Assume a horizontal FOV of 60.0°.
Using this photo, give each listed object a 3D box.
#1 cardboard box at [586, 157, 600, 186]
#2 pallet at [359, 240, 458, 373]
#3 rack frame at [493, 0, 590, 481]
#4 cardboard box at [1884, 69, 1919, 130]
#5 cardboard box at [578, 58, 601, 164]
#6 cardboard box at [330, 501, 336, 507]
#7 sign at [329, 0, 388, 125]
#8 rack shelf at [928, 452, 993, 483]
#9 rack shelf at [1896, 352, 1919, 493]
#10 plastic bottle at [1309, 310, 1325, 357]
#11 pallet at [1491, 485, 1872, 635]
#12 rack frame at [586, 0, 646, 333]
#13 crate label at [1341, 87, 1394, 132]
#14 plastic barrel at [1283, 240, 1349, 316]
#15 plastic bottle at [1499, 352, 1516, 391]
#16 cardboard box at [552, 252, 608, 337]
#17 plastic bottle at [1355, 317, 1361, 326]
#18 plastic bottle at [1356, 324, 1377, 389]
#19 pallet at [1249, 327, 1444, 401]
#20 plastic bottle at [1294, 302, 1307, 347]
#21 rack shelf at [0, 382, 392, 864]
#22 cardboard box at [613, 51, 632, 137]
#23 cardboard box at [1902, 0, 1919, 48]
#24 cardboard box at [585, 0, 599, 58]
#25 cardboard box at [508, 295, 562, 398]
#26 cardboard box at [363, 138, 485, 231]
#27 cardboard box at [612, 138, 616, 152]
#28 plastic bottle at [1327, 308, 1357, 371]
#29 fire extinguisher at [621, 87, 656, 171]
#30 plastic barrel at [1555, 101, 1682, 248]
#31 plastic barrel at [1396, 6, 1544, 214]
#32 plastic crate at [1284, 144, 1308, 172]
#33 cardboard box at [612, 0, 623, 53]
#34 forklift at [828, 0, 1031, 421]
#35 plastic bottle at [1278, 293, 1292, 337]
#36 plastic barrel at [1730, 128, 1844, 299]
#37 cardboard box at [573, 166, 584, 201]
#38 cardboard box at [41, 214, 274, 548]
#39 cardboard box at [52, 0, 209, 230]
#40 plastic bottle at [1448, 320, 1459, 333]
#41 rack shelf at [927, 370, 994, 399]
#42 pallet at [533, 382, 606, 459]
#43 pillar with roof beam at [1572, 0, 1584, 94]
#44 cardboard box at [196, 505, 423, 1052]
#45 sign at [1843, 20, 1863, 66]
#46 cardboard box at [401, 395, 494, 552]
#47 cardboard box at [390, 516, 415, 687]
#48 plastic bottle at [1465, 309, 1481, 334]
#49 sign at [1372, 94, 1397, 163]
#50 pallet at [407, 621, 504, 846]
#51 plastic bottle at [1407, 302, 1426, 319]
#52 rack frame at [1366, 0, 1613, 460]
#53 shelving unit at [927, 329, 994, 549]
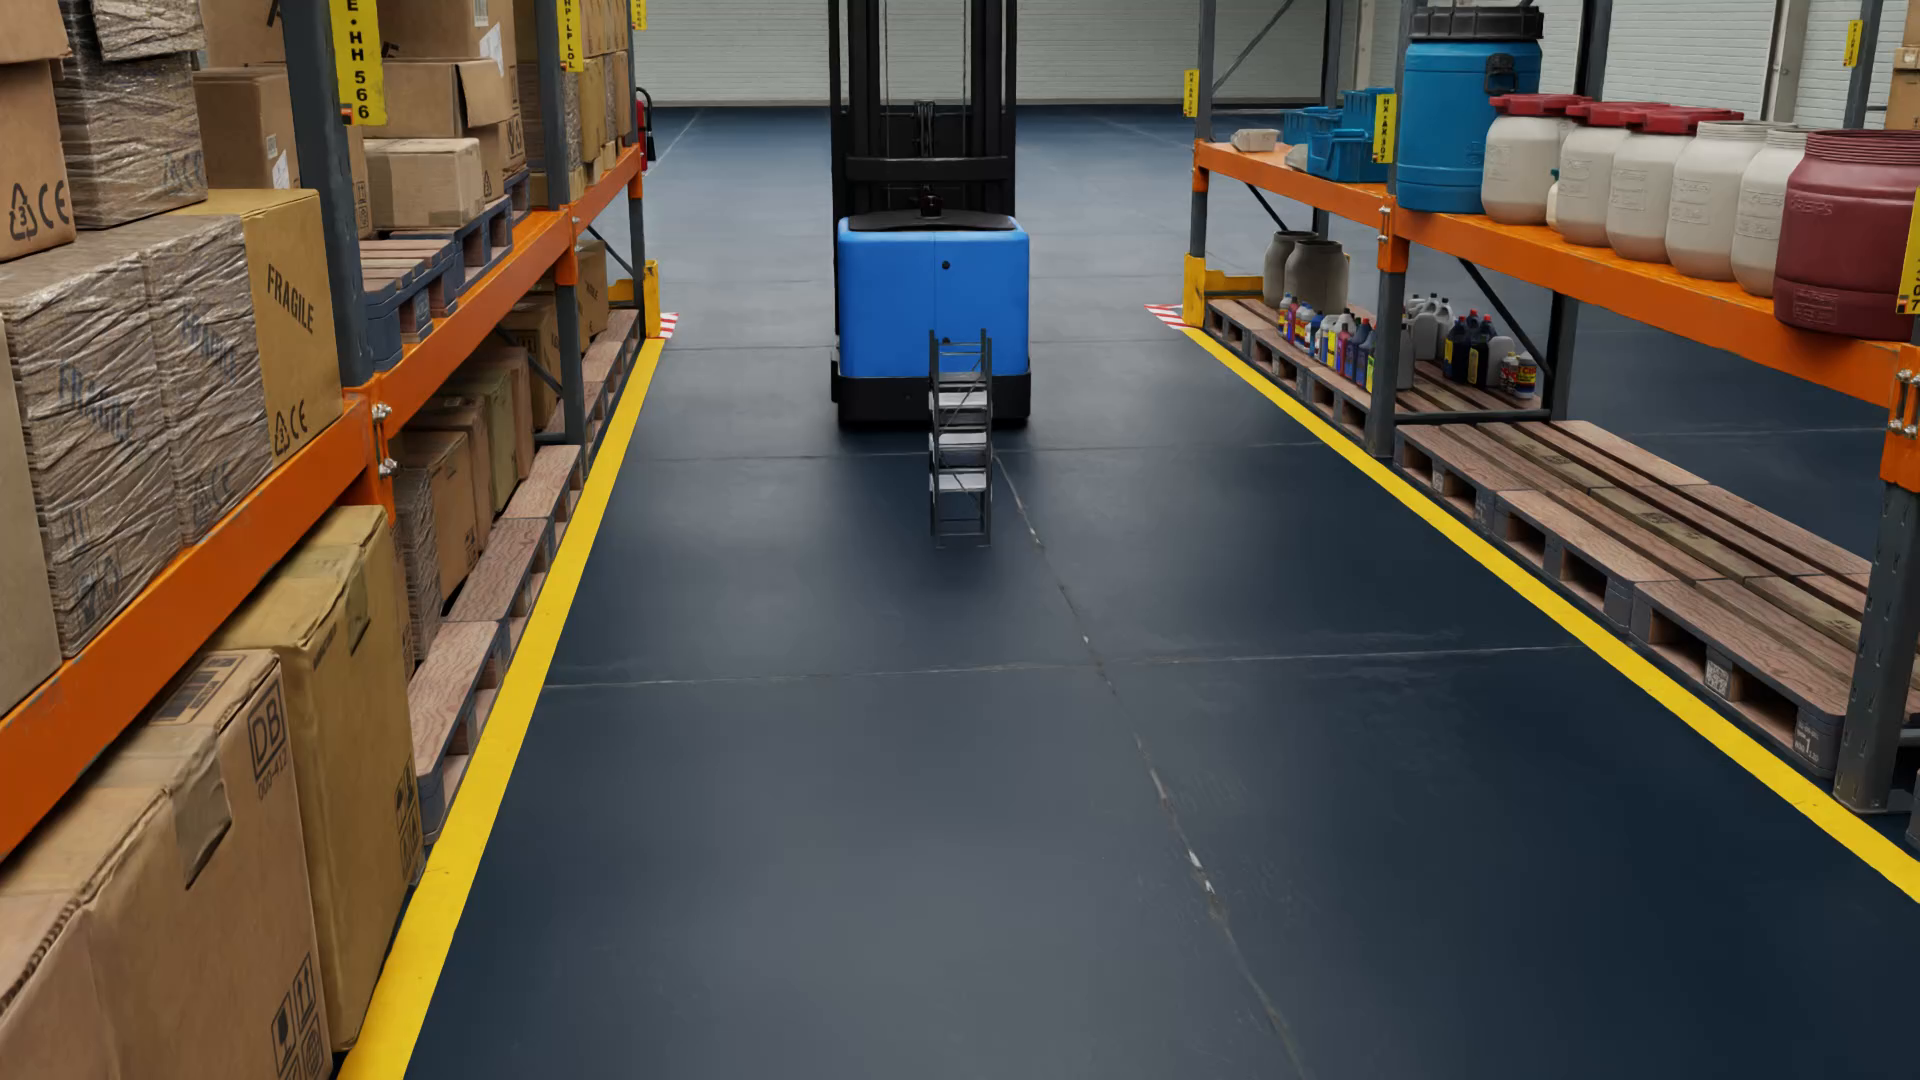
[{"bbox_3d":[-2.129,-1.974,8.877,0.380,0.149,0.250,-2,18,-6],"label":"cardboard box"},{"bbox_3d":[-2.087,-0.648,4.554,1.213,0.211,1.003,-2,18,-6],"label":"pallet"},{"bbox_3d":[-2.320,-1.722,7.655,1.000,3.000,0.127,-2,18,-6],"label":"rack frame"},{"bbox_3d":[7.157,-3.127,11.963,0.700,0.500,0.500,-2,18,-6],"label":"cardboard box"},{"bbox_3d":[-2.322,-2.198,8.507,0.875,0.500,0.500,-2,18,-6],"label":"cardboard box"},{"bbox_3d":[-2.007,-0.104,4.688,0.500,0.250,0.500,-1,17,-3],"label":"cardboard box"},{"bbox_3d":[-1.356,-1.101,3.743,0.100,0.325,0.005,-2,18,-6],"label":"sign"},{"bbox_3d":[0.001,-0.309,7.072,0.258,0.077,0.200,-2,18,-6],"label":"rack shelf"},{"bbox_3d":[3.225,0.256,2.556,1.077,0.370,4.000,-2,18,-6],"label":"rack shelf"},{"bbox_3d":[2.137,-1.233,9.917,0.097,0.271,0.097,0,17,0],"label":"plastic bottle"},{"bbox_3d":[2.855,0.052,6.658,1.003,0.211,1.213,-2,18,-6],"label":"pallet"},{"bbox_3d":[-2.733,-2.914,11.451,1.000,3.000,0.127,-2,18,-6],"label":"rack frame"},{"bbox_3d":[2.653,-2.544,10.213,0.502,0.435,0.616,-2,18,-6],"label":"crate label"},{"bbox_3d":[2.389,-1.737,11.155,0.421,0.512,0.421,0,17,0],"label":"plastic barrel"},{"bbox_3d":[2.989,-0.919,9.034,0.097,0.201,0.097,0,17,0],"label":"plastic bottle"},{"bbox_3d":[-2.589,-1.558,10.604,0.500,0.500,0.500,3,18,9],"label":"cardboard box"},{"bbox_3d":[2.299,-1.136,9.589,0.061,0.283,0.133,-2,18,-6],"label":"plastic bottle"},{"bbox_3d":[2.253,-1.004,9.056,0.144,0.351,0.185,-2,18,-7],"label":"plastic bottle"},{"bbox_3d":[2.450,-1.111,10.362,1.003,0.211,1.213,-2,18,-6],"label":"pallet"},{"bbox_3d":[2.106,-1.323,10.205,0.097,0.271,0.097,0,17,0],"label":"plastic bottle"},{"bbox_3d":[-1.701,0.409,2.069,1.077,0.370,4.000,-2,18,-6],"label":"rack shelf"},{"bbox_3d":[-2.532,-2.794,10.404,0.875,0.500,0.500,-2,18,-6],"label":"cardboard box"},{"bbox_3d":[7.162,-3.730,11.718,0.700,0.500,0.500,-2,18,-5],"label":"cardboard box"},{"bbox_3d":[-2.218,-2.829,8.847,0.500,0.500,0.500,-2,18,-6],"label":"cardboard box"},{"bbox_3d":[-2.388,-1.021,8.893,0.500,0.500,0.500,4,18,12],"label":"cardboard box"},{"bbox_3d":[-1.852,-1.166,5.432,0.500,0.250,0.500,-2,18,-7],"label":"cardboard box"},{"bbox_3d":[-2.385,-2.493,10.530,0.380,0.149,0.250,-2,18,-6],"label":"cardboard box"},{"bbox_3d":[2.200,-1.158,9.545,0.144,0.351,0.185,-2,18,-6],"label":"plastic bottle"},{"bbox_3d":[-2.286,-2.925,11.617,0.296,0.674,0.183,-2,18,-6],"label":"fire extinguisher"},{"bbox_3d":[2.563,-1.430,6.496,0.433,0.535,0.433,0,17,0],"label":"plastic barrel"},{"bbox_3d":[2.345,-1.990,7.671,0.600,0.901,0.708,-2,18,-6],"label":"plastic barrel"},{"bbox_3d":[2.187,-2.225,9.698,0.530,0.136,0.437,-2,18,-6],"label":"plastic crate"},{"bbox_3d":[-2.373,-3.276,10.270,0.500,0.500,0.500,-2,18,-6],"label":"cardboard box"},{"bbox_3d":[-0.234,-2.433,10.033,1.130,2.935,3.031,-1,17,-4],"label":"forklift"},{"bbox_3d":[2.071,-1.425,10.530,0.097,0.271,0.097,0,17,0],"label":"plastic bottle"},{"bbox_3d":[2.700,-1.037,5.285,0.421,0.512,0.421,0,17,0],"label":"plastic barrel"},{"bbox_3d":[-2.056,-1.751,8.165,0.380,0.149,0.250,-2,18,-6],"label":"cardboard box"},{"bbox_3d":[-1.565,-0.290,2.926,0.500,0.500,0.500,-2,18,-6],"label":"cardboard box"},{"bbox_3d":[-1.848,-0.838,2.998,0.797,0.503,0.637,-1,17,-4],"label":"cardboard box"},{"bbox_3d":[2.864,-1.136,9.607,0.097,0.271,0.097,0,17,0],"label":"plastic bottle"},{"bbox_3d":[0.001,-0.653,6.964,0.258,0.077,0.200,-2,18,-6],"label":"rack shelf"},{"bbox_3d":[-2.425,-0.591,8.707,1.003,0.211,1.213,-2,18,-6],"label":"pallet"},{"bbox_3d":[6.842,-11.283,28.094,9.100,9.000,0.400,-2,18,-6],"label":"pillar with roof beam"},{"bbox_3d":[-1.857,0.489,3.457,1.225,0.875,0.875,-3,18,-8],"label":"cardboard box"},{"bbox_3d":[6.568,-3.654,12.232,0.100,0.325,0.005,-2,18,-6],"label":"sign"},{"bbox_3d":[-2.190,-0.247,6.393,0.700,0.500,0.500,-3,18,-10],"label":"cardboard box"},{"bbox_3d":[-1.997,0.253,4.801,0.700,0.500,0.500,-3,18,-9],"label":"cardboard box"},{"bbox_3d":[2.916,-1.131,9.459,0.144,0.351,0.185,-3,18,-8],"label":"plastic bottle"},{"bbox_3d":[2.058,-1.994,8.057,0.100,0.325,0.005,-2,18,-6],"label":"sign"},{"bbox_3d":[-1.987,0.567,5.018,1.003,0.211,1.213,-2,18,-6],"label":"pallet"},{"bbox_3d":[2.832,-1.326,10.207,0.152,0.276,0.135,-2,18,-7],"label":"plastic bottle"},{"bbox_3d":[2.606,-1.875,8.142,1.000,3.000,0.127,-2,18,-6],"label":"rack frame"},{"bbox_3d":[0.001,-0.427,7.035,0.258,0.900,0.210,-2,18,-6],"label":"shelving unit"}]
